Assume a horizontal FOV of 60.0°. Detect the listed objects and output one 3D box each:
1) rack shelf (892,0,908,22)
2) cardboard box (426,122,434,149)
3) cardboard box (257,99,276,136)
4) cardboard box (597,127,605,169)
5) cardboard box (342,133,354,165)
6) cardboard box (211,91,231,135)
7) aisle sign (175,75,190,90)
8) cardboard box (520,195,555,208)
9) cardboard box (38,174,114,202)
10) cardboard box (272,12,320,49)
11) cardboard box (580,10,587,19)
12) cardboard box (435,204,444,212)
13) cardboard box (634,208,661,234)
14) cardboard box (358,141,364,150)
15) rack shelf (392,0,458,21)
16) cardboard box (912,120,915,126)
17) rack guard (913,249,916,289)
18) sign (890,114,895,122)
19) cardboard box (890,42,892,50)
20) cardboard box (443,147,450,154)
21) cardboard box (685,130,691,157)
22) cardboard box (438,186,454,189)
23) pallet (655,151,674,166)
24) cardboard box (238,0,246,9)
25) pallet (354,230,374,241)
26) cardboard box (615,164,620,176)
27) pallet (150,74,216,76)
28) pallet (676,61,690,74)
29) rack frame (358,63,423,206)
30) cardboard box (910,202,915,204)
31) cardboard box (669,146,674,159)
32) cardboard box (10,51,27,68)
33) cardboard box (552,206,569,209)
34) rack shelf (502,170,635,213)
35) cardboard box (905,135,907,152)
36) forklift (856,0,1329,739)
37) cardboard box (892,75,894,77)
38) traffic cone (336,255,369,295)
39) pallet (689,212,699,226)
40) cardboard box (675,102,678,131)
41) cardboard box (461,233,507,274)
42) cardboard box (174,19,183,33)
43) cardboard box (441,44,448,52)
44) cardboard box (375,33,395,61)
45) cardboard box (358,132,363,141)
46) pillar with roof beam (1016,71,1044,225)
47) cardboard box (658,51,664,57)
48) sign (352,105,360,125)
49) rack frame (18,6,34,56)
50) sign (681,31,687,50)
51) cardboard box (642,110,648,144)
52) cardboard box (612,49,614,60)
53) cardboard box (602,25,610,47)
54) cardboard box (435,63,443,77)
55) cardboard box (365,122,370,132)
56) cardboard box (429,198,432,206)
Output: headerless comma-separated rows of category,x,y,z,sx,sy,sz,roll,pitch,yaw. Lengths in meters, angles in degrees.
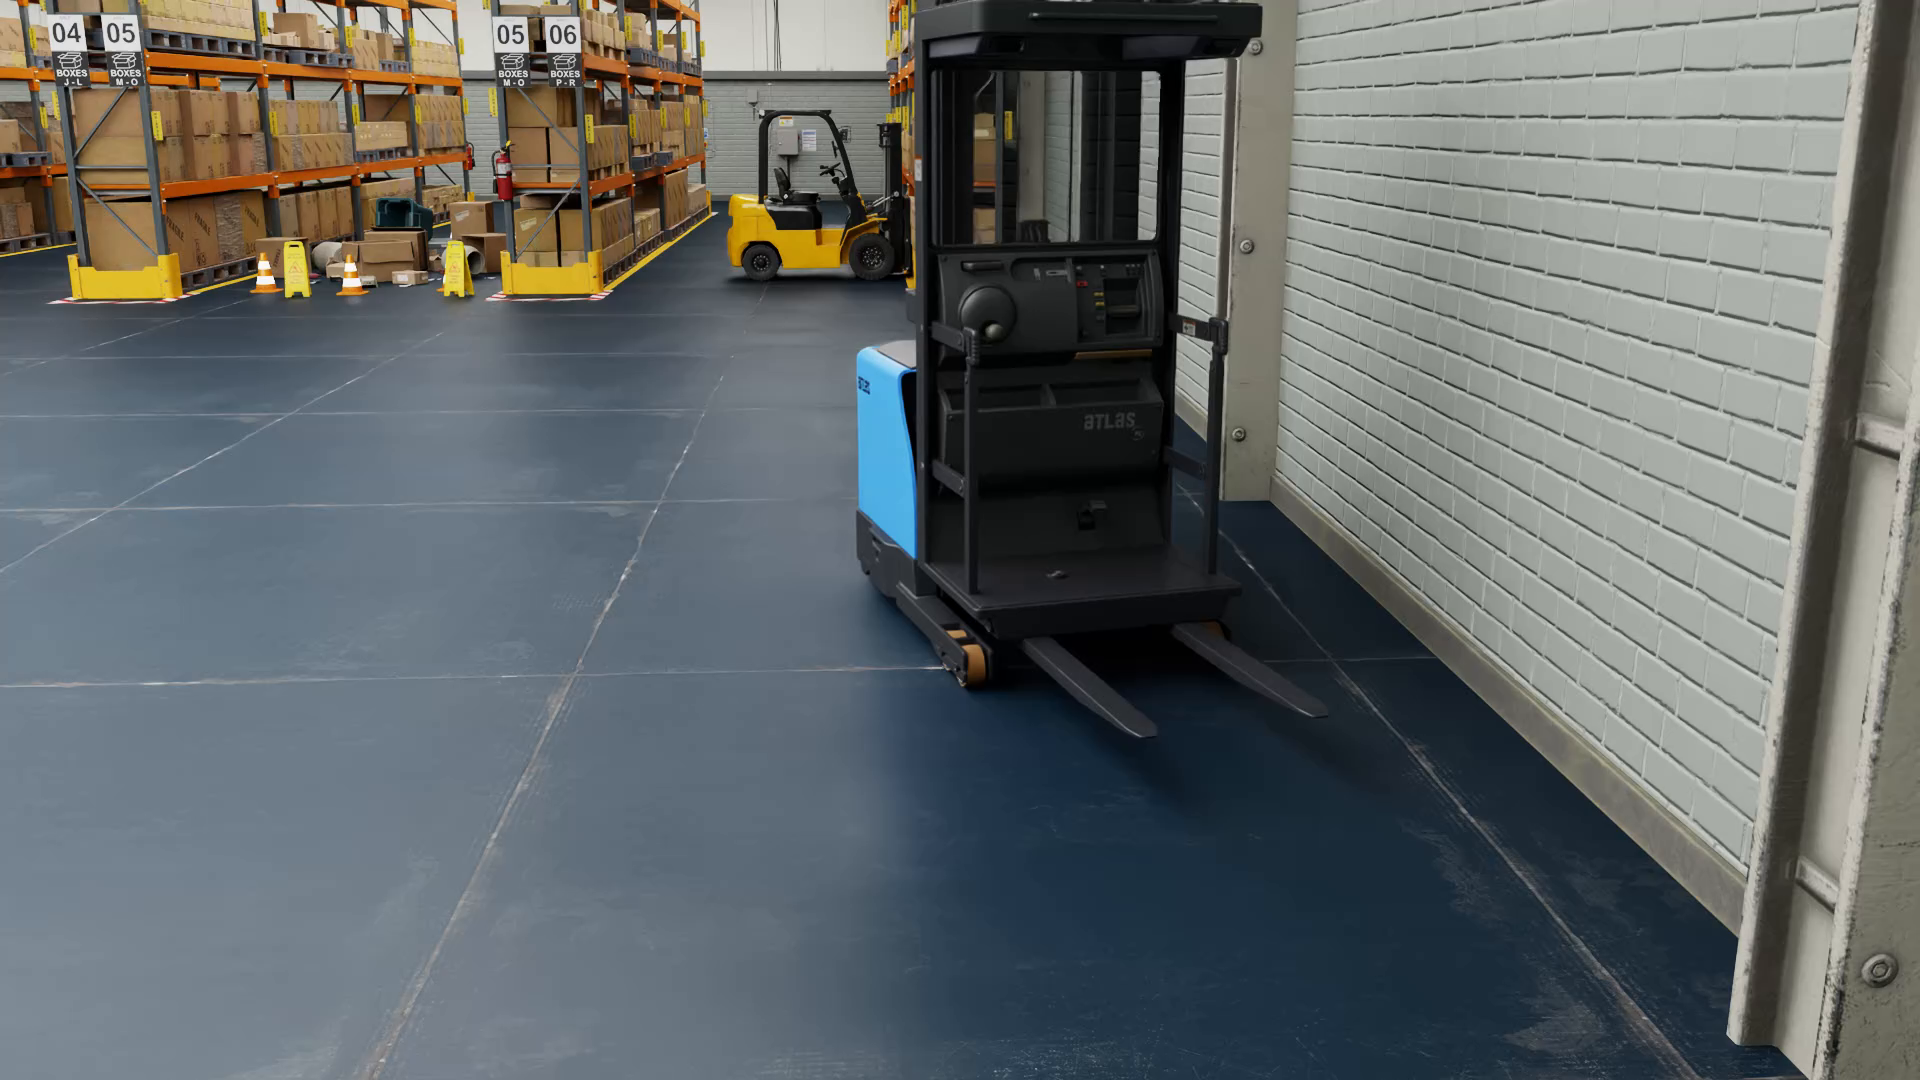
rack shelf,-0.601,-9.372,29.137,1.077,0.370,4.000,-1,14,-3
cardboard box,-10.430,-7.769,31.904,0.500,0.500,0.500,-1,14,-3
cardboard box,-10.154,-5.993,23.592,0.700,0.500,0.500,-1,14,-4
cardboard box,-4.723,-4.887,20.703,0.500,0.500,0.500,0,14,-2
cardboard box,-10.070,-6.272,26.684,0.500,0.500,0.500,-1,14,-3
cardboard box,-10.083,-5.569,21.683,0.875,0.550,0.550,-1,14,-3
aisle sign,-16.122,-9.542,34.376,0.394,0.787,0.004,-1,14,-3
cardboard box,-5.335,-4.278,21.003,0.380,0.149,0.250,0,14,-2
cardboard box,-15.392,-5.849,28.659,1.225,0.875,0.875,-1,14,-3
cardboard box,-9.978,-7.657,25.001,0.500,0.500,0.500,-1,14,-3
cardboard box,-4.740,-6.378,20.180,0.380,0.149,0.250,-1,14,-3
cardboard box,-10.436,-6.567,32.908,0.380,0.149,0.250,-1,14,-5
cardboard box,-5.406,-5.223,27.239,0.950,0.372,0.625,-2,15,-7
cardboard box,-10.208,-6.595,27.799,0.380,0.149,0.250,0,14,-1
rack shelf,-10.737,-10.379,32.258,1.077,0.370,4.000,-1,14,-3
cardboard box,-0.461,-5.746,22.741,0.380,0.149,0.250,-1,14,-2
rack guard,0.020,-3.305,20.368,1.175,0.500,0.348,-1,14,-3
sign,-1.266,-7.915,31.531,0.100,0.325,0.005,-1,14,-3
cardboard box,-1.083,-9.023,30.418,0.380,0.149,0.250,-1,14,-4
cardboard box,-10.524,-7.869,33.596,0.380,0.149,0.250,-2,15,-6
cardboard box,-5.447,-7.597,31.834,0.500,0.500,0.500,0,14,-2
cardboard box,-10.522,-7.113,33.838,0.380,0.149,0.250,-1,15,-6
pallet,-5.281,-6.165,26.852,1.213,0.211,1.003,-1,14,-3
cardboard box,-9.761,-7.157,22.164,0.380,0.149,0.250,-1,14,-4
pallet,-10.413,-5.176,28.219,1.003,0.211,1.213,-1,14,-3
cardboard box,-4.793,-4.989,22.401,0.380,0.149,0.250,-1,14,-4
pallet,-15.762,-9.495,33.570,1.003,0.211,1.213,-1,14,-3
pallet,-5.719,-9.042,31.806,1.003,0.211,1.213,-1,14,-3
rack frame,-10.613,-7.327,30.982,1.000,3.000,0.127,-1,14,-3
cardboard box,-0.424,-4.365,22.142,0.500,0.250,0.500,-1,14,-5
cardboard box,-5.287,-6.744,29.020,0.500,0.250,0.500,0,14,-2
cardboard box,-15.048,-7.546,26.116,0.500,0.250,0.500,-1,14,-3
cardboard box,-5.281,-4.004,21.238,0.500,0.500,0.500,0,14,-1
rack shelf,-5.060,-4.593,21.801,1.077,0.370,4.000,-1,14,-3
cardboard box,-0.554,-5.932,24.858,0.500,0.250,0.500,-1,14,-5
forklift,0.433,-0.968,6.407,1.130,2.935,3.031,-4,15,-17
cardboard box,-1.167,-9.304,33.152,0.380,0.149,0.250,-1,14,-2
traffic cone,-7.337,-3.201,20.037,0.336,0.463,0.334,-1,14,-3
pallet,-5.648,-6.268,32.464,1.003,0.211,1.213,-1,14,-3
cardboard box,-5.350,-7.599,29.832,0.500,0.500,0.500,0,14,-2
cardboard box,-6.475,-3.942,22.838,0.500,0.500,0.500,10,18,35
cardboard box,-9.619,-6.204,20.060,0.380,0.149,0.250,-1,14,-3
cardboard box,-10.489,-9.868,33.337,0.380,0.149,0.250,-1,14,-3
cardboard box,-10.700,-8.935,30.171,0.700,0.500,0.500,-1,14,-3
cardboard box,-10.214,-6.748,27.799,0.380,0.149,0.250,0,14,-1
pillar with roof beam,-3.422,-7.547,19.801,9.100,9.000,0.400,-1,14,-3
cardboard box,-5.412,-8.503,29.161,0.380,0.166,0.250,0,14,1
sign,-9.812,-6.902,27.008,0.100,0.325,0.005,-1,14,-3
rack frame,-15.322,-9.186,26.168,1.000,3.000,0.127,-1,14,-3
sign,-5.138,-9.294,30.942,0.100,0.325,0.005,-1,14,-3
cardboard box,-4.975,-6.203,24.976,0.500,0.500,0.500,-1,14,-4
cardboard box,-4.892,-6.568,22.520,0.380,0.149,0.250,-1,14,-3
cardboard box,-4.791,-6.478,21.369,0.500,0.250,0.500,-1,14,-2
cardboard box,-10.460,-9.210,32.584,0.500,0.250,0.500,0,14,-1
cardboard box,-10.247,-7.013,28.232,0.380,0.149,0.250,-1,15,-6
cardboard box,-10.487,-6.577,32.351,0.380,0.149,0.250,-2,15,-6
